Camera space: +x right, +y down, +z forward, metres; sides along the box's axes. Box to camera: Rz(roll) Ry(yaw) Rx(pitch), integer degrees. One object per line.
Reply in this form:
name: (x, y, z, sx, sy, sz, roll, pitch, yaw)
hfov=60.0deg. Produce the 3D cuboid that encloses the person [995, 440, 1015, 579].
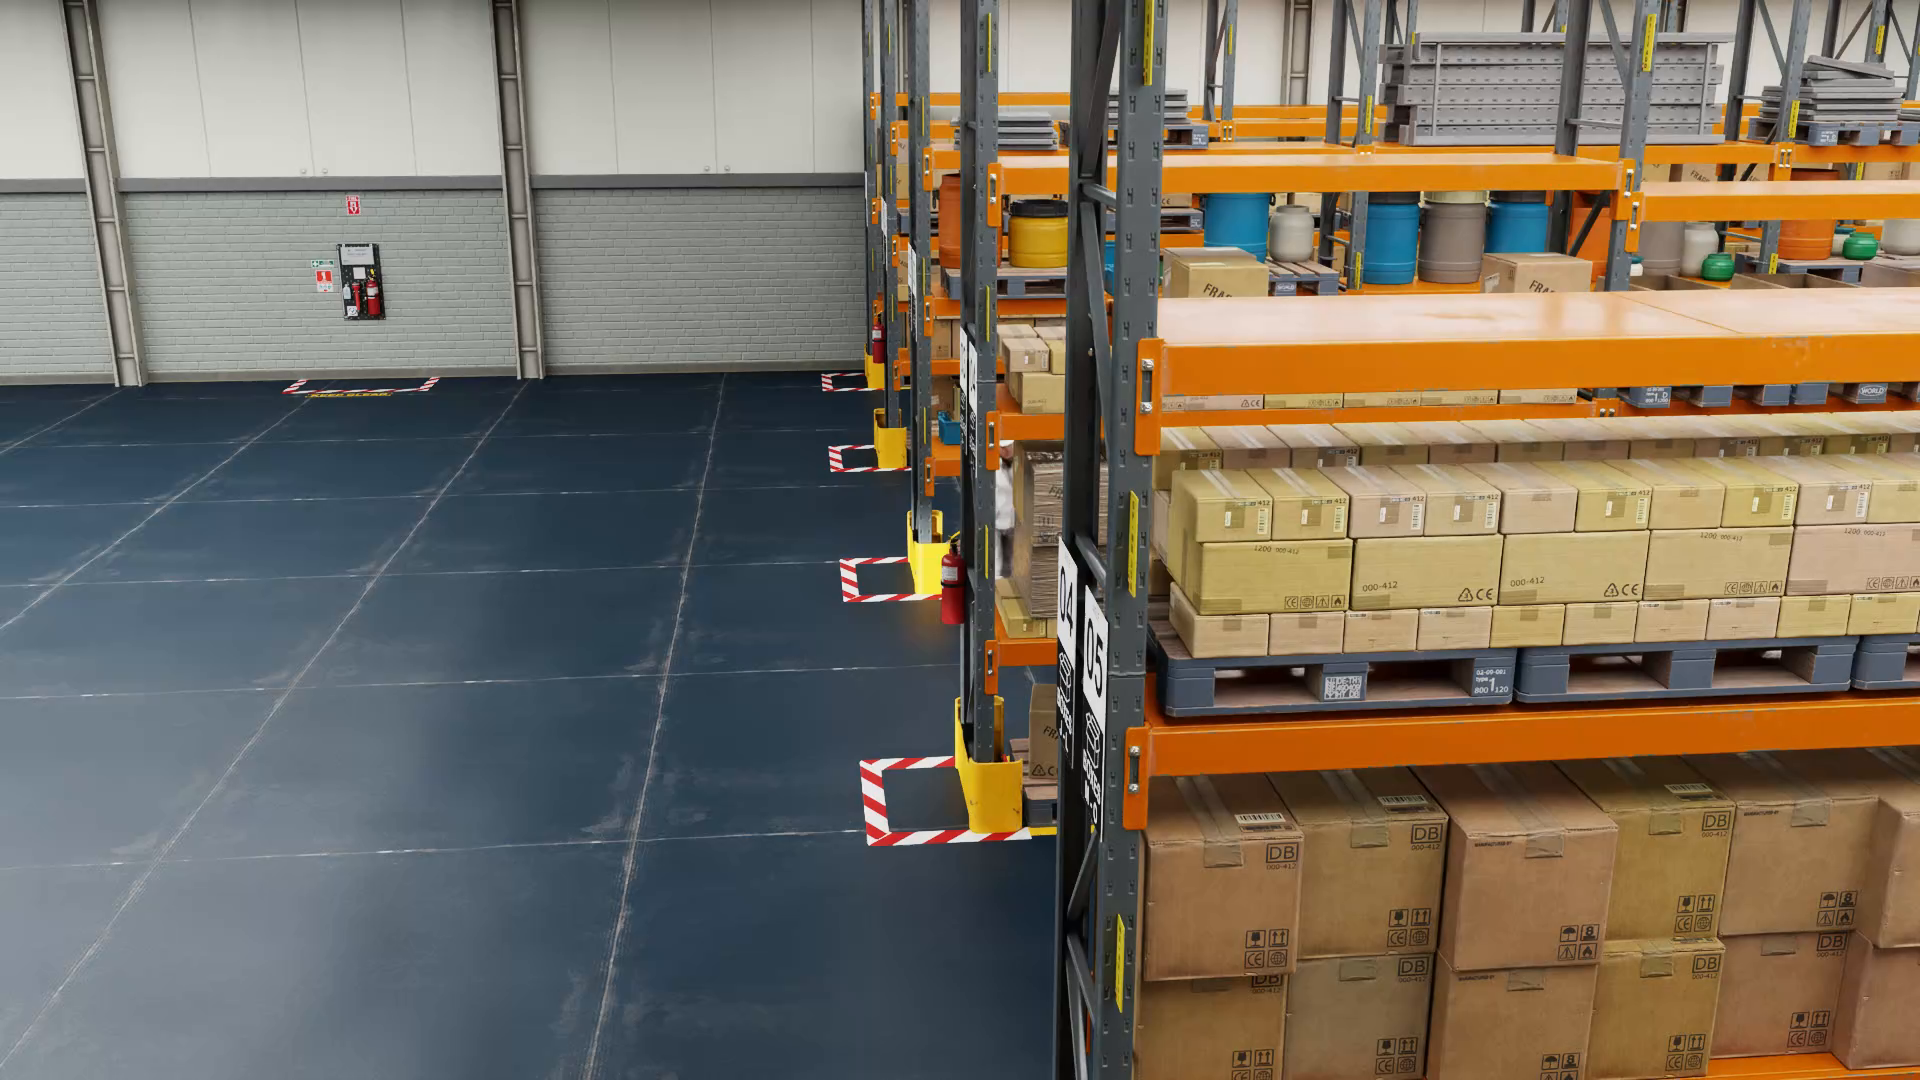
person: (0.400, -0.121, 14.710, 0.611, 1.775, 0.546, -13, 21, -37)
